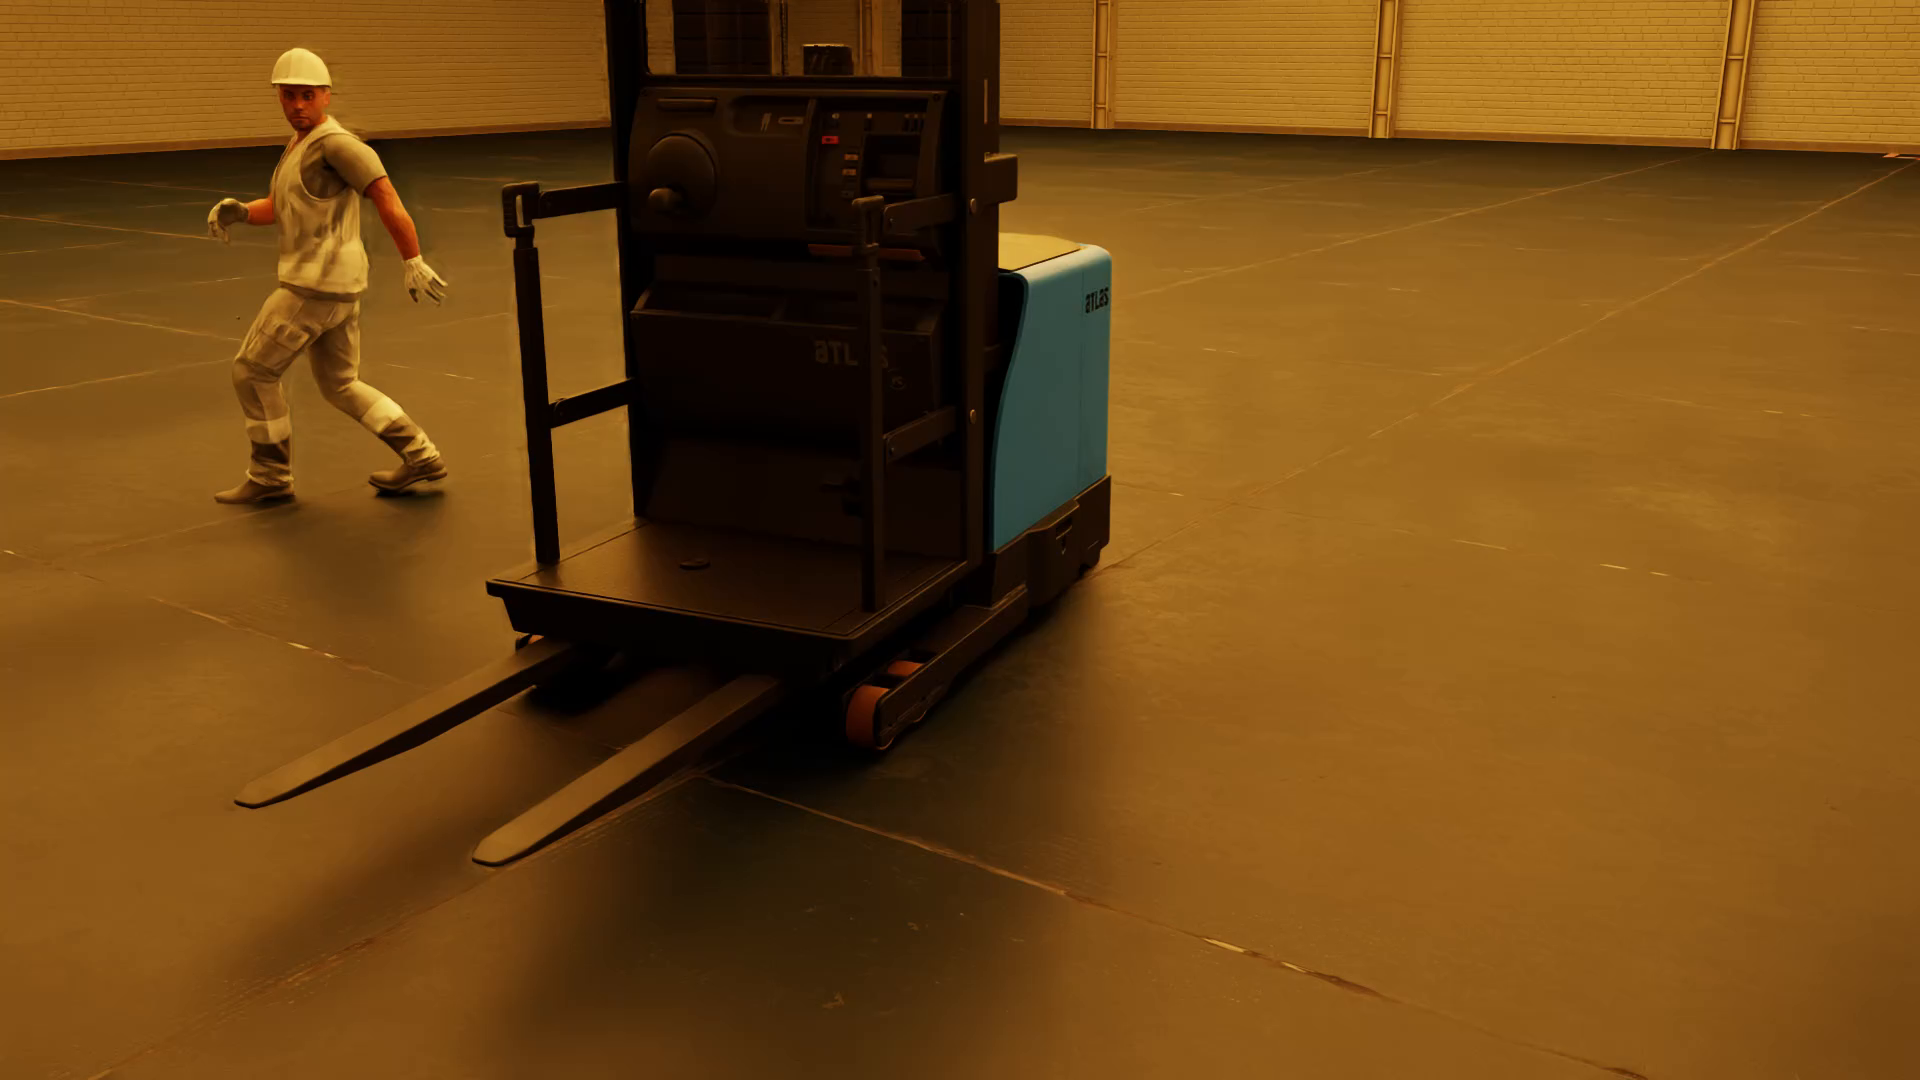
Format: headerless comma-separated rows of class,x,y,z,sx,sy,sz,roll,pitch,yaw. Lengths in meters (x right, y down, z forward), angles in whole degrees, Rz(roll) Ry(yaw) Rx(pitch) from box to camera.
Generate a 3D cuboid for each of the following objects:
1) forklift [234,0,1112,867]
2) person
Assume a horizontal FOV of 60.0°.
forklift,-0.556,-1.014,4.224,1.130,2.935,3.031,7,18,23
person,-2.429,-0.971,6.294,0.960,1.711,0.558,-3,17,-11
